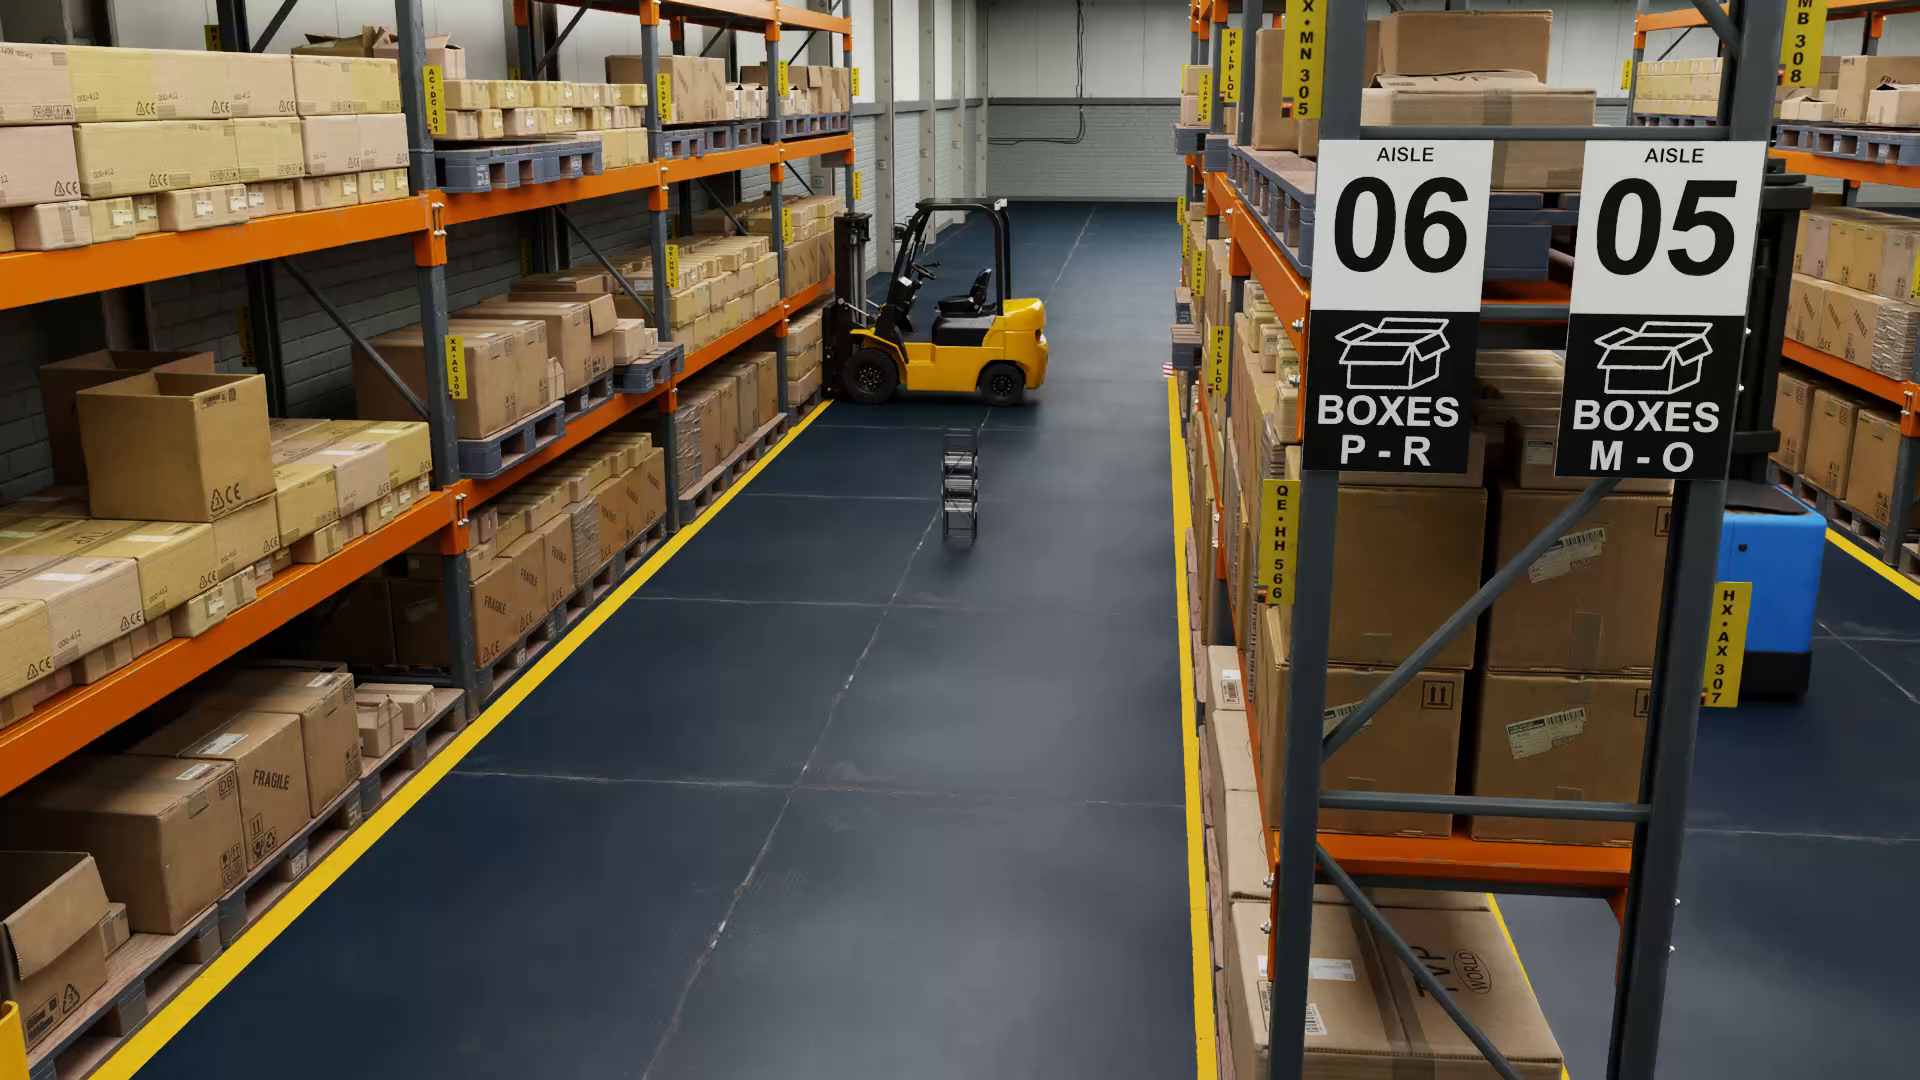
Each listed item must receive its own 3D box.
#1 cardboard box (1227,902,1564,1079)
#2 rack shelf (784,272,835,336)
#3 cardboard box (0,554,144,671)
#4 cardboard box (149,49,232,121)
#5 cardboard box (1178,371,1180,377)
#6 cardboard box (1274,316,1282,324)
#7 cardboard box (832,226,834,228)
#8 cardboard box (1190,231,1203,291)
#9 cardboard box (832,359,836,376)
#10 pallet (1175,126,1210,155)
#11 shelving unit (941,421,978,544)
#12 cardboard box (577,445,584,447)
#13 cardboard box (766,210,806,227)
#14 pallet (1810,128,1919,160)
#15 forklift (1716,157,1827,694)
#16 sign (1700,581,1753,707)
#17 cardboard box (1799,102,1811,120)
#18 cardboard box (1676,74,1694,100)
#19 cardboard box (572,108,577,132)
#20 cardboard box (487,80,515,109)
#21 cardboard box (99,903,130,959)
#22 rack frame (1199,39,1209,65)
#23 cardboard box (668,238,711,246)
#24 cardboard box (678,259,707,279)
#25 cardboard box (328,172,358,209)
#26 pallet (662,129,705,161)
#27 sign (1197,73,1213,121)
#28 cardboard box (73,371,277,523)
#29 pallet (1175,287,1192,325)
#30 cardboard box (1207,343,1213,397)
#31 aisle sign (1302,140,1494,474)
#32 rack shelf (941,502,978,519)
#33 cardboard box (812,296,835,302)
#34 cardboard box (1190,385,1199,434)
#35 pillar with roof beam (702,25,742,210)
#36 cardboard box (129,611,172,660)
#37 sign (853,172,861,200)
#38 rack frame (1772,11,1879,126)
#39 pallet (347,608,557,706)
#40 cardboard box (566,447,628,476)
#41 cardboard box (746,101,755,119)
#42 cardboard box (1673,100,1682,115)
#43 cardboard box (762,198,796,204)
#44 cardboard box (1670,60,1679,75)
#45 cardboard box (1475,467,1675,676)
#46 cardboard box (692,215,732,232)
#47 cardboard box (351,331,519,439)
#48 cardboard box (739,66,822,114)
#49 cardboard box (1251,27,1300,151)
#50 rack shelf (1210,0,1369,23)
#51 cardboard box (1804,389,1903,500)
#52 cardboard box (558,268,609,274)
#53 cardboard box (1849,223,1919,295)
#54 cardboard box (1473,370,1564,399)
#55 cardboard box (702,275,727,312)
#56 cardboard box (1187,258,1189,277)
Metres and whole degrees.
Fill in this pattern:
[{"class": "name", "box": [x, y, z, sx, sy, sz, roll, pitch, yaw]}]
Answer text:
[{"class": "cardboard box", "box": [1.325, 1.559, 5.253, 0.875, 0.438, 0.875, 1, 15, 4]}, {"class": "rack shelf", "box": [-2.003, -2.730, 18.388, 1.077, 0.370, 4.000, 2, 15, 6]}, {"class": "cardboard box", "box": [-3.207, 0.242, 5.736, 0.500, 0.250, 0.500, 2, 15, 7]}, {"class": "cardboard box", "box": [-3.116, -1.709, 6.247, 0.500, 0.250, 0.500, 2, 15, 8]}, {"class": "cardboard box", "box": [2.724, -1.993, 18.747, 0.500, 0.250, 0.500, 2, 15, 8]}, {"class": "cardboard box", "box": [1.413, -0.775, 6.432, 0.380, 0.149, 0.250, 2, 15, 6]}, {"class": "cardboard box", "box": [-1.640, -3.374, 19.202, 0.500, 0.500, 0.500, 2, 15, 8]}, {"class": "cardboard box", "box": [2.193, -2.303, 13.867, 0.500, 0.500, 0.500, 1, 15, 4]}, {"class": "cardboard box", "box": [-1.684, -1.946, 18.576, 0.500, 0.250, 0.500, 2, 15, 8]}, {"class": "pallet", "box": [2.414, -3.344, 13.896, 1.213, 0.211, 1.003, 2, 15, 6]}, {"class": "shelving unit", "box": [-0.001, -0.432, 12.537, 0.258, 0.900, 0.210, 2, 15, 6]}, {"class": "cardboard box", "box": [-3.006, -0.416, 12.437, 0.500, 0.500, 0.500, 2, 15, 8]}, {"class": "cardboard box", "box": [-1.807, -3.338, 17.255, 0.380, 0.149, 0.250, 2, 15, 8]}, {"class": "pallet", "box": [7.325, -3.071, 12.889, 1.003, 0.211, 1.213, 2, 15, 9]}, {"class": "forklift", "box": [4.385, -0.896, 10.361, 1.130, 2.935, 3.031, 2, 15, 7]}, {"class": "sign", "box": [1.900, 0.261, 4.139, 0.100, 0.325, 0.005, 2, 15, 6]}, {"class": "cardboard box", "box": [7.270, -3.609, 14.002, 0.250, 0.149, 0.380, 2, 15, 6]}, {"class": "cardboard box", "box": [7.606, -4.591, 16.868, 0.500, 0.250, 0.500, 2, 15, 6]}, {"class": "cardboard box", "box": [-2.652, -2.657, 10.518, 0.380, 0.149, 0.250, 2, 15, 8]}, {"class": "cardboard box", "box": [-2.632, -2.405, 8.978, 0.380, 0.149, 0.250, 1, 15, 5]}, {"class": "cardboard box", "box": [-3.333, 1.463, 6.163, 0.380, 0.149, 0.250, 1, 15, 4]}, {"class": "rack frame", "box": [2.704, -5.309, 15.056, 1.000, 3.000, 0.127, 2, 15, 6]}, {"class": "cardboard box", "box": [-2.564, -2.767, 15.713, 0.380, 0.149, 0.250, 1, 15, 4]}, {"class": "cardboard box", "box": [-2.303, -2.227, 13.717, 0.380, 0.149, 0.250, 2, 15, 7]}, {"class": "cardboard box", "box": [-2.948, -1.575, 7.476, 0.380, 0.149, 0.250, 2, 15, 8]}, {"class": "pallet", "box": [-2.692, -3.056, 12.833, 1.213, 0.211, 1.003, 2, 15, 9]}, {"class": "sign", "box": [1.713, -3.090, 11.604, 0.100, 0.325, 0.005, 2, 15, 6]}, {"class": "cardboard box", "box": [-3.095, -0.378, 6.594, 0.500, 0.500, 0.500, 2, 15, 8]}, {"class": "pallet", "box": [2.473, -2.126, 15.147, 1.003, 0.211, 1.213, 2, 15, 6]}, {"class": "cardboard box", "box": [1.752, -1.026, 10.040, 0.500, 0.250, 0.500, 2, 15, 7]}, {"class": "aisle sign", "box": [1.034, -0.546, 3.954, 0.394, 0.787, 0.004, 2, 15, 6]}, {"class": "rack shelf", "box": [-0.001, -0.226, 12.592, 0.258, 0.077, 0.200, 2, 15, 6]}, {"class": "cardboard box", "box": [-1.571, -2.692, 19.420, 0.500, 0.250, 0.500, 2, 15, 7]}, {"class": "cardboard box", "box": [2.647, -1.211, 15.624, 0.950, 0.372, 0.625, 2, 15, 7]}, {"class": "pillar with roof beam", "box": [1.526, -6.211, 18.391, 9.100, 9.000, 0.400, 2, 15, 6]}, {"class": "cardboard box", "box": [-3.181, 0.329, 6.180, 0.380, 0.149, 0.250, 2, 15, 7]}, {"class": "sign", "box": [-1.240, -4.249, 19.958, 0.100, 0.325, 0.005, 2, 15, 6]}, {"class": "rack frame", "box": [7.634, -5.189, 14.614, 1.000, 3.000, 0.127, 2, 15, 6]}, {"class": "pallet", "box": [-3.077, 0.651, 9.851, 1.003, 0.211, 1.213, 2, 15, 6]}, {"class": "cardboard box", "box": [-2.558, -0.556, 11.712, 0.380, 0.149, 0.250, 1, 15, 4]}, {"class": "cardboard box", "box": [-2.051, -3.842, 14.862, 0.380, 0.149, 0.250, 2, 15, 6]}, {"class": "cardboard box", "box": [7.557, -4.436, 17.058, 0.380, 0.149, 0.250, 2, 15, 7]}, {"class": "cardboard box", "box": [-2.106, -3.884, 19.275, 0.380, 0.149, 0.250, 2, 15, 7]}, {"class": "cardboard box", "box": [7.586, -4.887, 17.198, 0.380, 0.149, 0.250, 2, 15, 6]}, {"class": "cardboard box", "box": [1.687, 0.052, 4.615, 0.500, 0.500, 0.500, 1, 15, 5]}, {"class": "cardboard box", "box": [-2.493, -3.155, 16.579, 0.380, 0.149, 0.250, 2, 15, 6]}, {"class": "cardboard box", "box": [-2.855, -0.853, 9.075, 0.700, 0.500, 0.500, 2, 15, 8]}, {"class": "cardboard box", "box": [-1.904, -4.809, 17.760, 0.797, 0.503, 0.637, 2, 15, 8]}, {"class": "cardboard box", "box": [1.526, -1.939, 7.152, 0.500, 0.500, 0.500, 2, 15, 7]}, {"class": "rack shelf", "box": [2.027, -3.212, 9.447, 1.077, 0.370, 4.000, 2, 15, 6]}, {"class": "cardboard box", "box": [7.436, -0.755, 13.212, 1.050, 0.750, 0.750, 2, 15, 7]}, {"class": "cardboard box", "box": [-2.926, -2.044, 13.039, 0.380, 0.149, 0.250, 2, 15, 8]}, {"class": "cardboard box", "box": [7.354, -2.167, 12.824, 0.700, 0.500, 0.500, 1, 15, 5]}, {"class": "cardboard box", "box": [1.779, -0.431, 5.161, 0.380, 0.149, 0.250, 1, 15, 4]}, {"class": "cardboard box", "box": [-2.253, -2.063, 13.873, 0.500, 0.250, 0.500, 1, 15, 5]}, {"class": "cardboard box", "box": [2.612, -2.996, 17.233, 0.500, 0.500, 0.500, 2, 15, 8]}]
